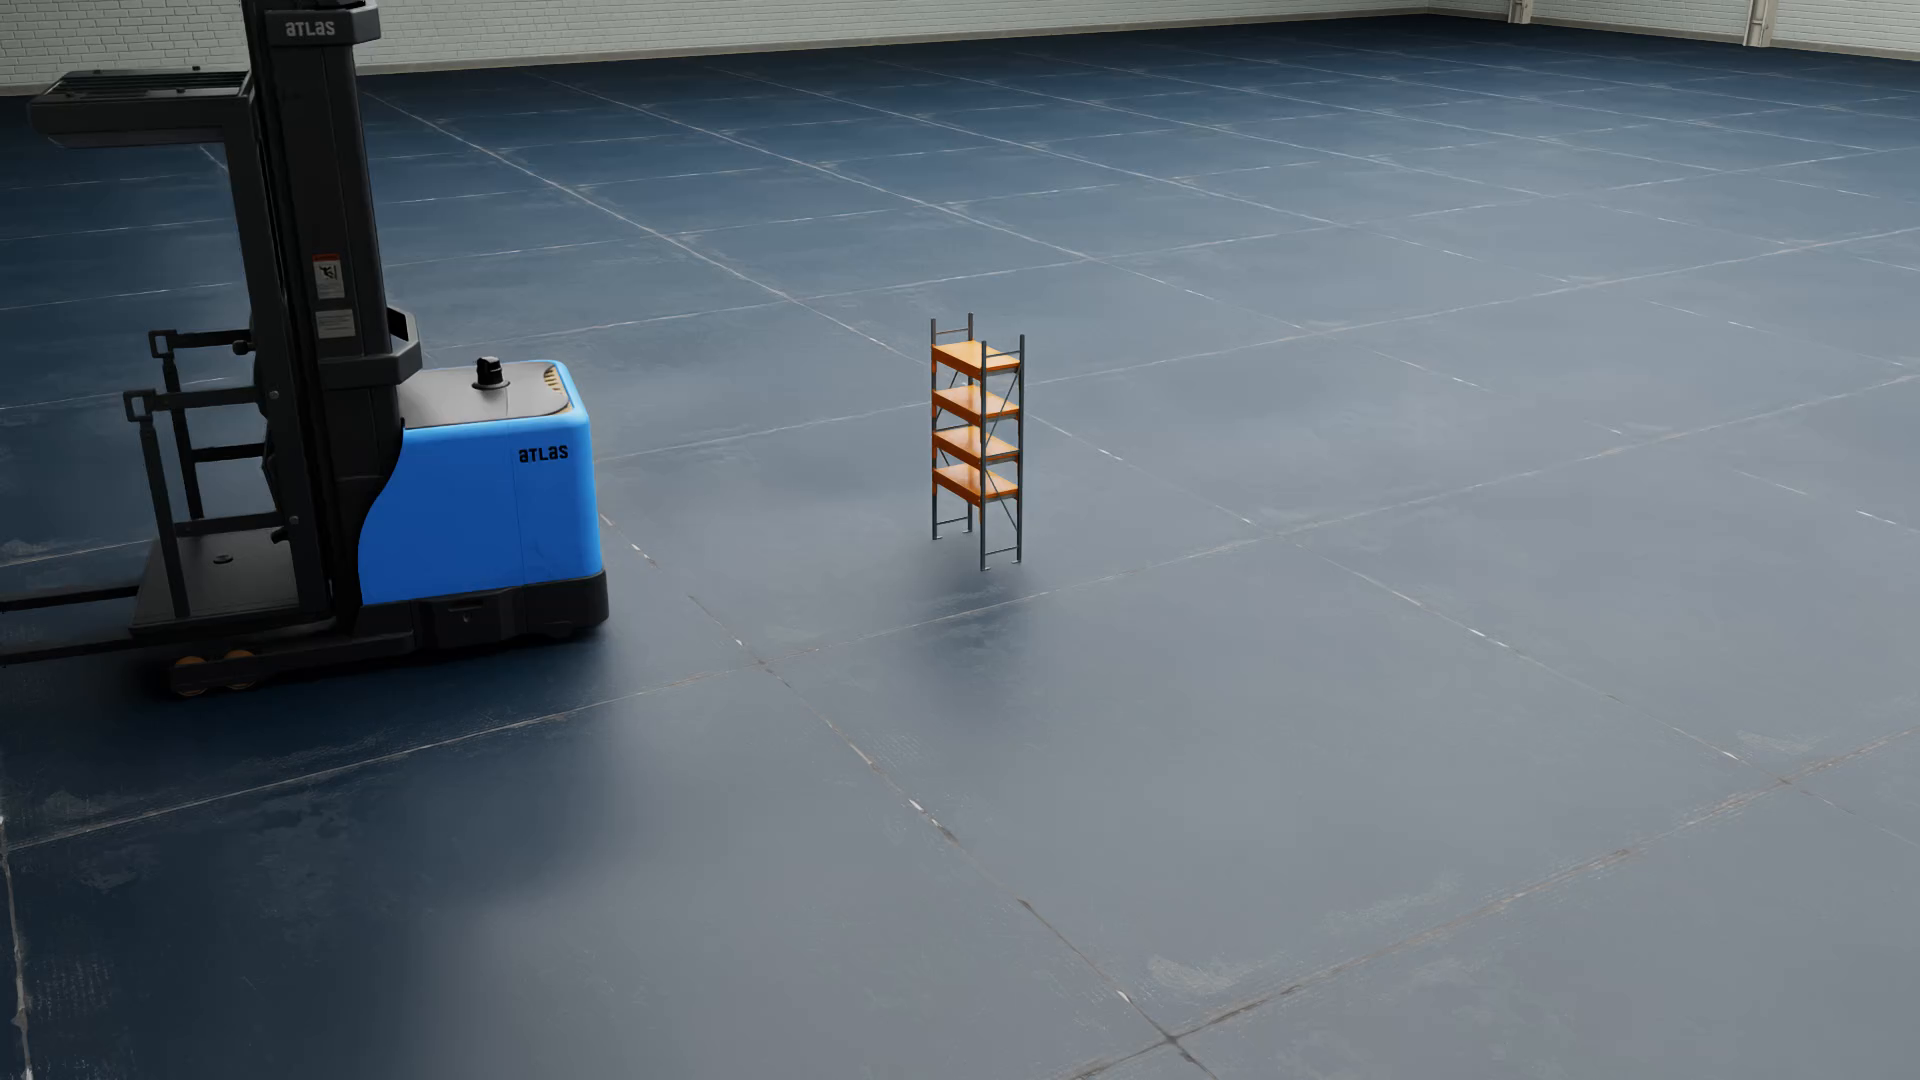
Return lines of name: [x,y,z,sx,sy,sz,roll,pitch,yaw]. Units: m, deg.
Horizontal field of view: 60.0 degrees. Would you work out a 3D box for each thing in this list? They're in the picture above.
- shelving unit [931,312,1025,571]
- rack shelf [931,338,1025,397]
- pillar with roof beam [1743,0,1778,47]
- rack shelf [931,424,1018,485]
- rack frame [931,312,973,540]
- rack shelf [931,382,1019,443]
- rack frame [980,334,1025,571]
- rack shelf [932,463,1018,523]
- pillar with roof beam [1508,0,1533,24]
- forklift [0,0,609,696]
shelving unit: [0.085,-0.502,8.454,0.258,1.200,0.503,-13,25,-28]
rack shelf: [0.085,-0.866,8.306,0.258,0.148,0.480,-13,25,-28]
pillar with roof beam: [11.981,-13.065,29.005,9.100,9.000,0.400,-13,25,-28]
rack shelf: [0.085,-0.440,8.479,0.258,0.148,0.480,-13,25,-28]
rack frame: [-0.040,-0.581,8.648,0.240,1.200,0.015,-13,25,-28]
rack shelf: [0.085,-0.647,8.395,0.258,0.148,0.480,-13,25,-28]
rack frame: [0.209,-0.423,8.259,0.240,1.200,0.015,-13,25,-28]
rack shelf: [0.085,-0.256,8.554,0.258,0.148,0.480,-13,25,-28]
pillar with roof beam: [8.916,-15.008,33.784,9.100,9.000,0.400,-13,25,-28]
forklift: [-3.208,-0.909,7.157,3.031,2.935,1.130,-7,23,-18]
